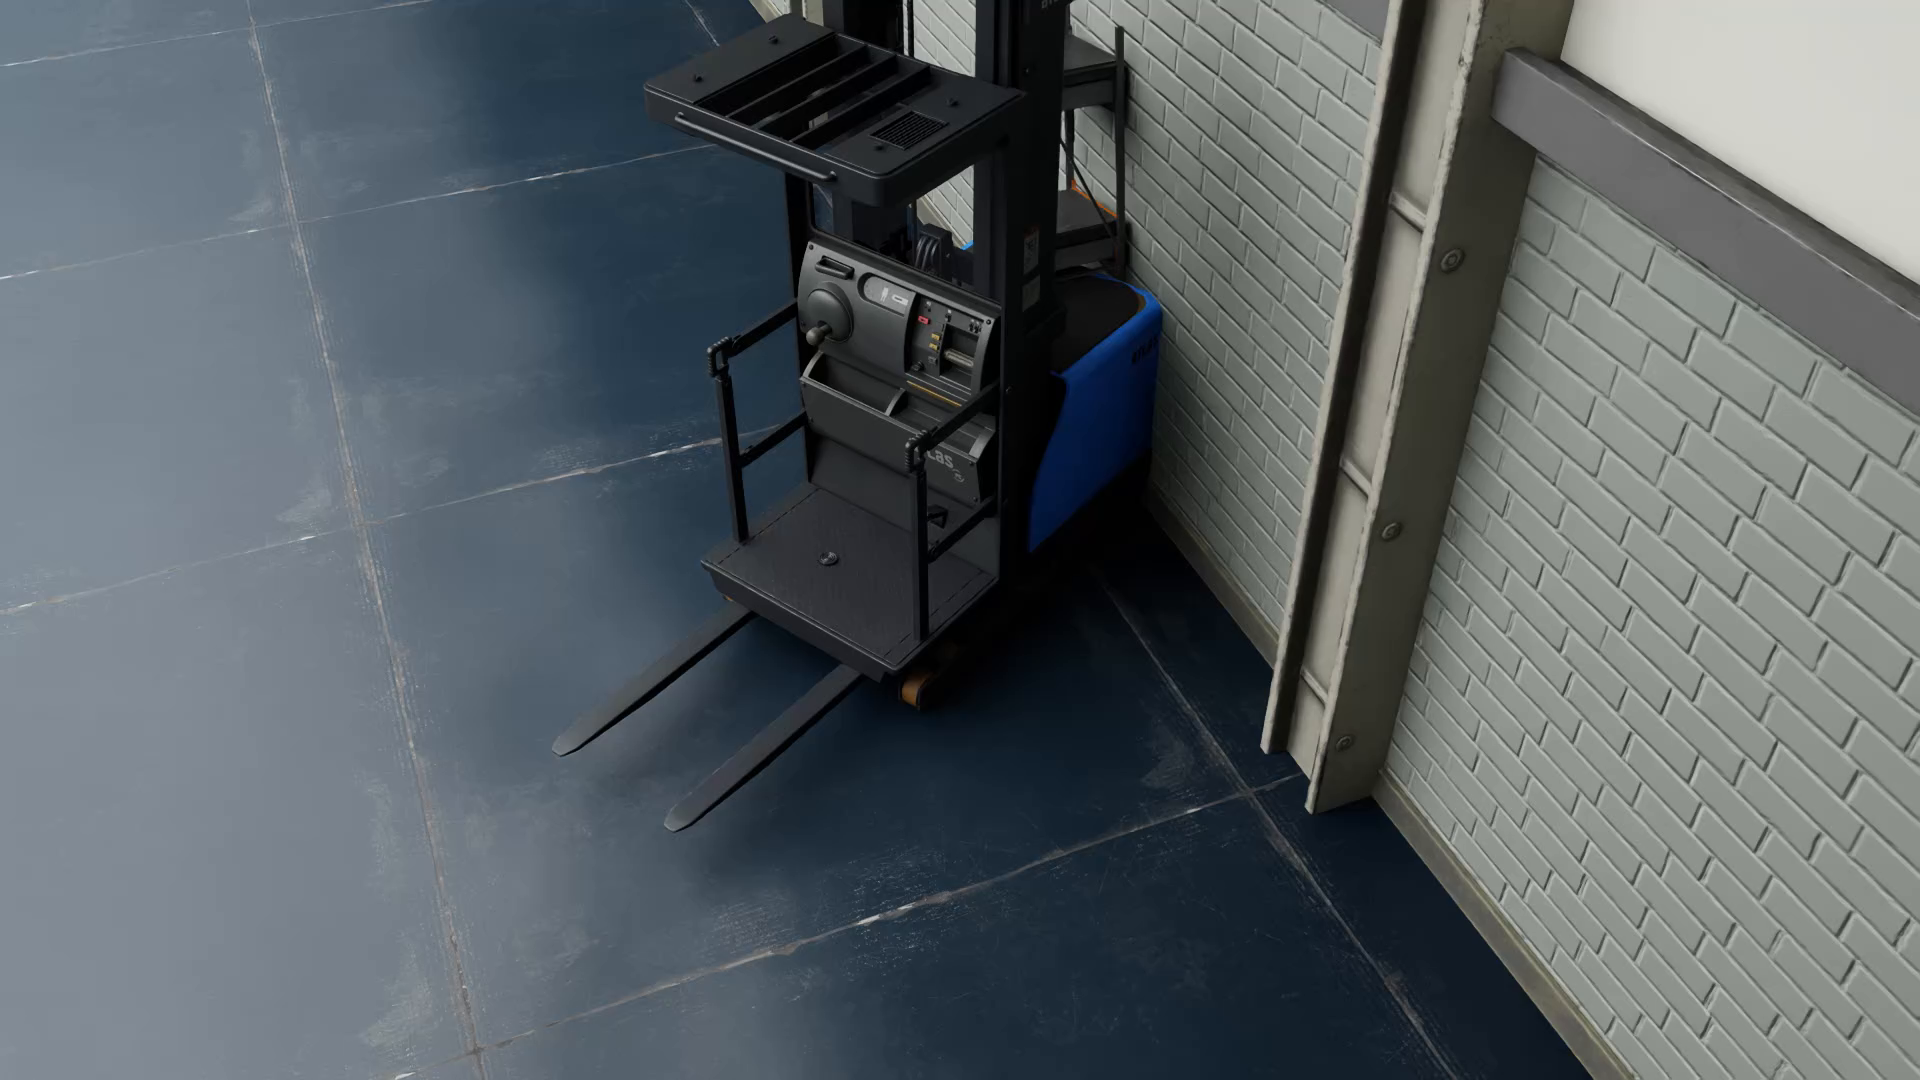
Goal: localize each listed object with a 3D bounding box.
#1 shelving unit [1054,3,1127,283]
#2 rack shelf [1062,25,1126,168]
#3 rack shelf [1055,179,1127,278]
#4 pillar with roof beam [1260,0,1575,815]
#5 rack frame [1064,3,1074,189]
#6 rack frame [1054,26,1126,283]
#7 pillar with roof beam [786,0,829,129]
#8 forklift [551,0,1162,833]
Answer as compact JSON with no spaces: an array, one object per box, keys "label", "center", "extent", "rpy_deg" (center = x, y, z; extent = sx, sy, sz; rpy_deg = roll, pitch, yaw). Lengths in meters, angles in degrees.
[{"label":"shelving unit","center":[0.450,-1.283,7.507],"extent":[0.431,2.100,0.503],"rpy_deg":[-16,34,-18]},{"label":"rack shelf","center":[0.409,-1.863,7.142],"extent":[0.431,0.518,0.480],"rpy_deg":[-16,34,-18]},{"label":"rack shelf","center":[0.451,-1.272,7.514],"extent":[0.431,0.518,0.480],"rpy_deg":[-16,34,-18]},{"label":"pillar with roof beam","center":[-2.552,-1.430,2.430],"extent":[9.100,9.000,0.400],"rpy_deg":[-15,43,-17]},{"label":"rack frame","center":[0.353,-1.397,7.699],"extent":[0.400,2.100,0.015],"rpy_deg":[-16,34,-18]},{"label":"rack frame","center":[0.548,-1.169,7.315],"extent":[0.400,2.100,0.015],"rpy_deg":[-16,34,-18]},{"label":"pillar with roof beam","center":[-4.847,-5.045,6.633],"extent":[9.100,9.000,0.400],"rpy_deg":[-15,43,-17]},{"label":"forklift","center":[-0.385,-0.786,6.335],"extent":[1.130,2.935,3.031],"rpy_deg":[27,47,28]}]
